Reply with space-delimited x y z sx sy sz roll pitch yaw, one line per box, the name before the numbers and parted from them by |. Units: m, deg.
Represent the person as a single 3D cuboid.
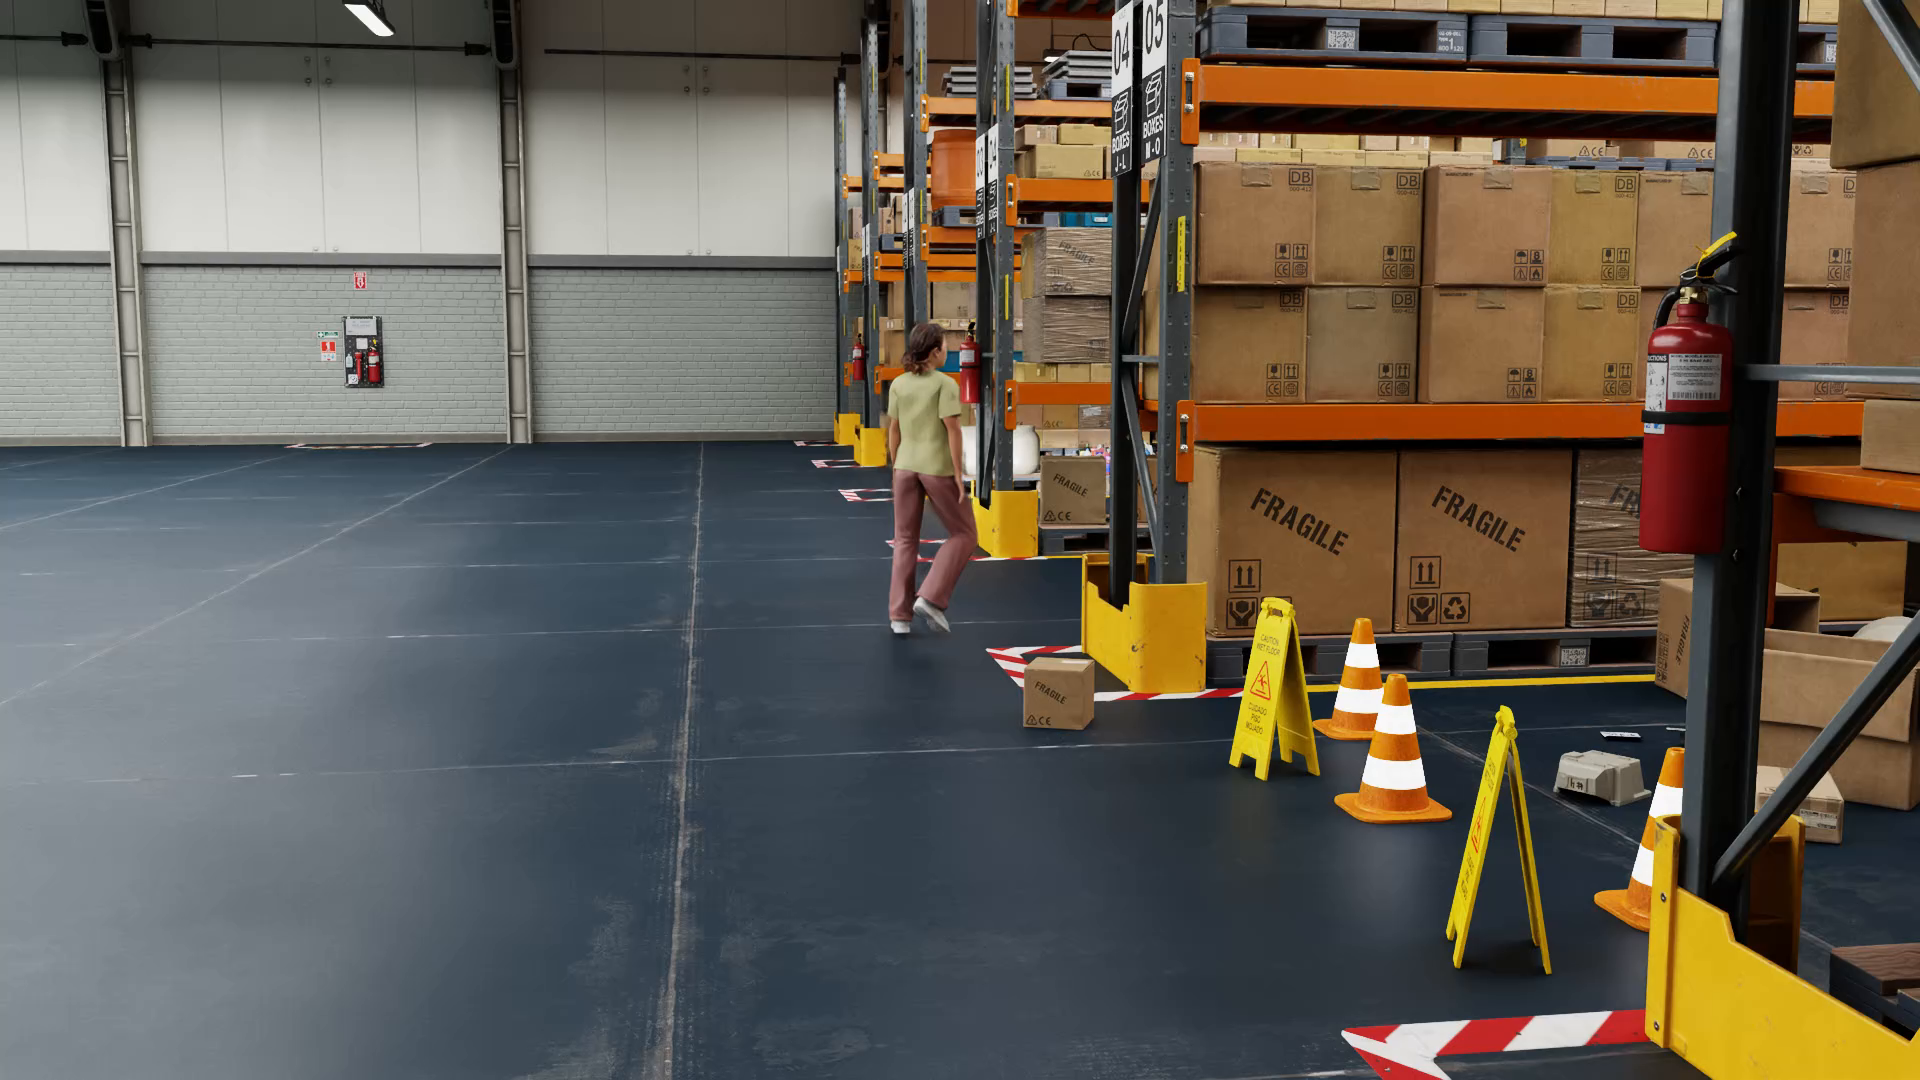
person | -0.175 -0.323 8.950 0.500 1.679 0.390 3 7 21
